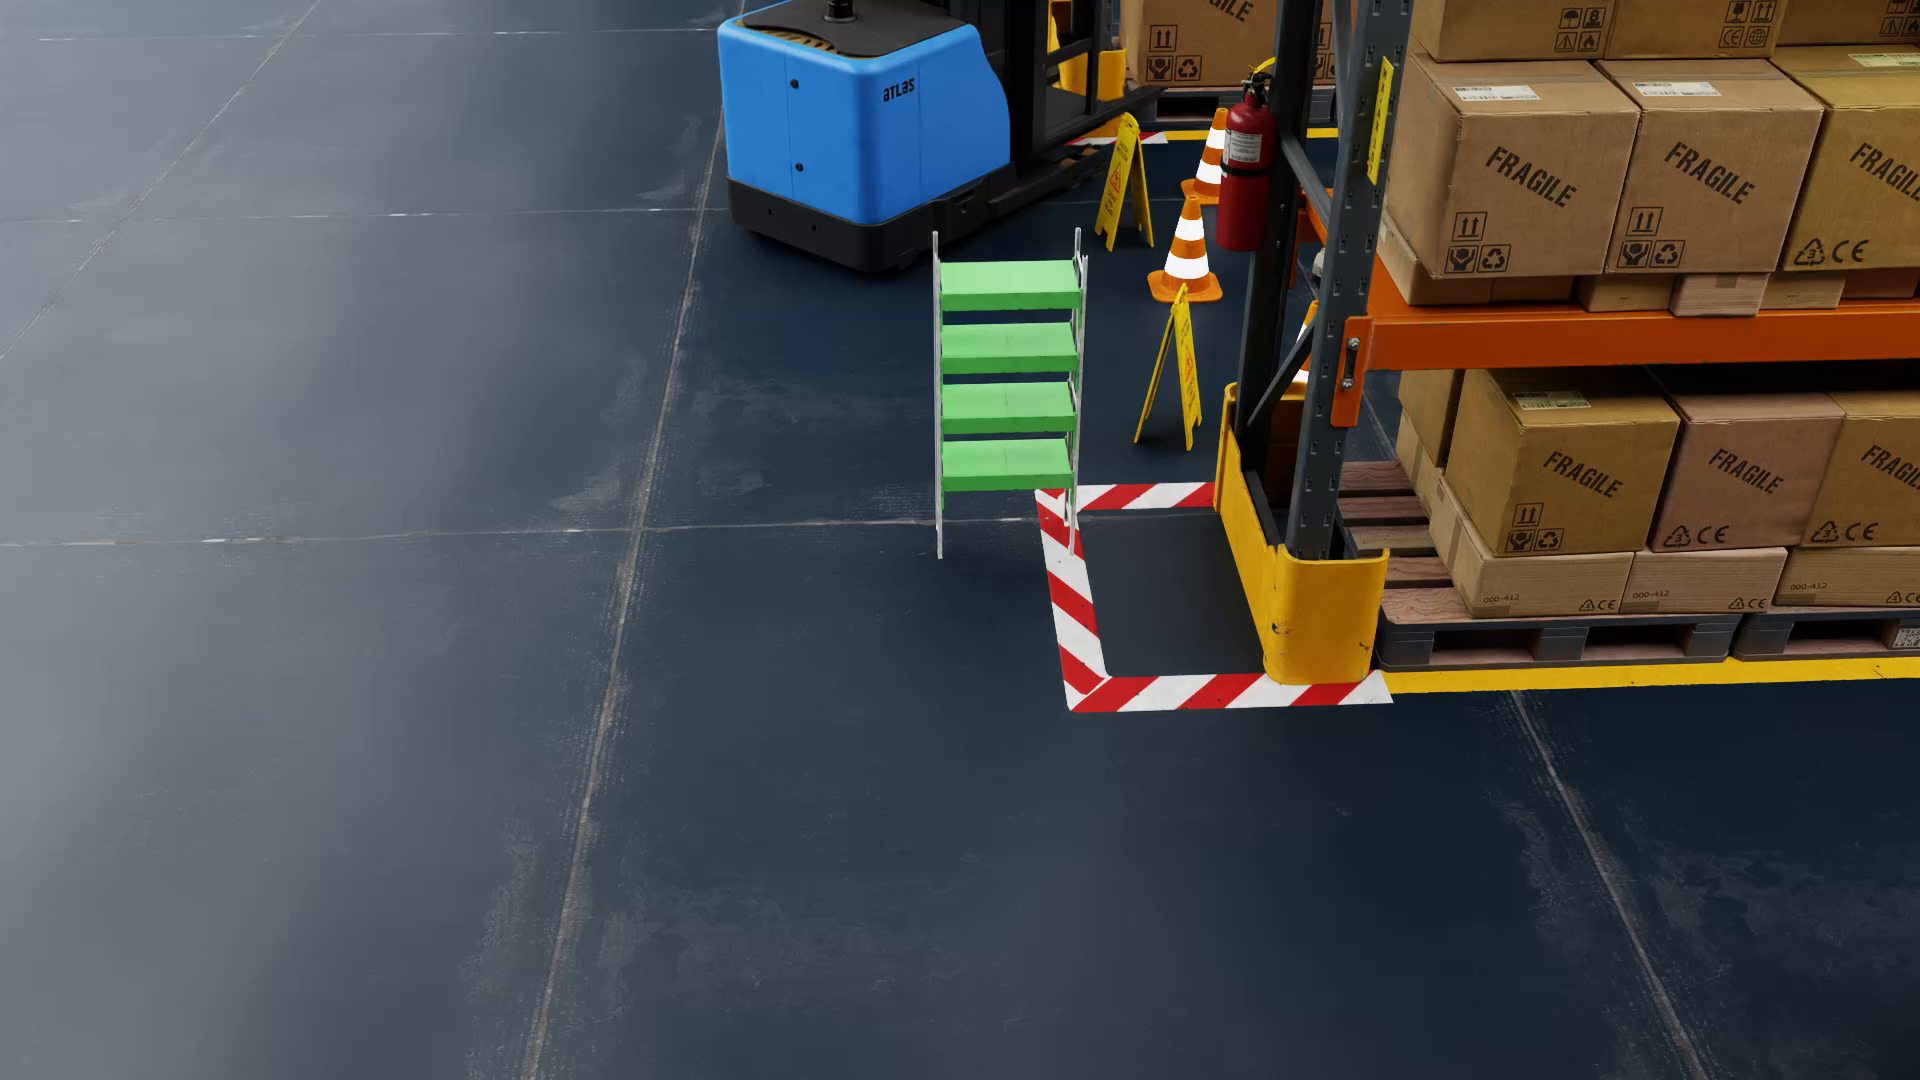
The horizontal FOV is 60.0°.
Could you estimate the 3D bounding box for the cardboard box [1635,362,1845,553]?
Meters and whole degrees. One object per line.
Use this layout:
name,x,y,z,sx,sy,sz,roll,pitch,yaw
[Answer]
cardboard box,2.469,-0.314,5.457,0.500,0.500,0.500,-3,35,-4

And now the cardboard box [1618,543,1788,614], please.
cardboard box,2.434,0.002,5.658,0.500,0.250,0.500,0,35,-1

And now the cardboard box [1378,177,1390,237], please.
cardboard box,1.468,-1.110,5.439,0.250,0.149,0.380,0,35,-1

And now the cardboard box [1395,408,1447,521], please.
cardboard box,1.923,-0.299,6.094,0.500,0.250,0.500,-2,35,-2

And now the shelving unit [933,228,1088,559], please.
shelving unit,0.165,-0.498,5.915,0.503,1.200,0.258,-2,35,-2

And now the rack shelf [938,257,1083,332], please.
rack shelf,0.165,-0.840,5.678,0.480,0.148,0.258,-2,35,-2

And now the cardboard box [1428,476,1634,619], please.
cardboard box,1.923,0.012,5.645,0.500,0.250,0.500,-2,35,-3

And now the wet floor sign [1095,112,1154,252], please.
wet floor sign,0.834,-1.799,8.282,0.232,0.644,0.267,-7,35,-10

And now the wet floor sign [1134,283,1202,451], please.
wet floor sign,0.864,-0.717,6.719,0.232,0.644,0.267,10,36,14

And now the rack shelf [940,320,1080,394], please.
rack shelf,0.165,-0.643,5.815,0.480,0.148,0.258,-2,35,-2

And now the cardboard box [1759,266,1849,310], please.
cardboard box,2.487,-0.853,5.067,0.250,0.149,0.380,-1,35,-1

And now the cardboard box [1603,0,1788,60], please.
cardboard box,2.110,-1.804,4.993,0.500,0.500,0.700,-1,35,-2

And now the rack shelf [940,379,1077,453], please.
rack shelf,0.165,-0.445,5.951,0.480,0.148,0.258,-2,35,-2

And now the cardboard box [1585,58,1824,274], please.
cardboard box,2.108,-1.116,4.878,0.500,0.500,0.500,-1,35,-1

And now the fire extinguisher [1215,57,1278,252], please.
fire extinguisher,0.968,-1.309,5.573,0.183,0.674,0.296,-2,35,-2

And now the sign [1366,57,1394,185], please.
sign,1.130,-1.129,4.485,0.005,0.325,0.100,-2,35,-2

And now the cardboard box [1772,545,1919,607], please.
cardboard box,2.978,-0.020,5.690,0.500,0.250,0.500,1,35,1

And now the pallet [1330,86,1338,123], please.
pallet,2.780,-2.843,10.173,1.213,0.211,1.003,-2,35,-2

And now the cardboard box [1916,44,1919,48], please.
cardboard box,3.125,-1.149,4.925,0.500,0.500,0.500,-2,35,-3

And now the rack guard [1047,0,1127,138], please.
rack guard,0.745,-2.864,9.950,0.348,0.500,1.175,-2,35,-2

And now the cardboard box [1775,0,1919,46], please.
cardboard box,2.615,-1.876,5.097,0.500,0.500,0.700,-2,35,-3

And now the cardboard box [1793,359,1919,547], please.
cardboard box,2.971,-0.323,5.469,0.500,0.500,0.500,-1,35,-1

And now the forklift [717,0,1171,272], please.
forklift,0.153,-3.258,8.382,1.130,2.935,3.031,25,42,32

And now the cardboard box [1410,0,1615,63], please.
cardboard box,1.605,-1.794,4.979,0.500,0.500,0.700,-2,35,-3

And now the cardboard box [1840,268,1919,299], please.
cardboard box,2.748,-0.894,5.127,0.250,0.149,0.380,0,35,-1

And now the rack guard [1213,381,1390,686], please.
rack guard,1.181,-0.056,5.892,0.348,0.500,1.175,-2,35,-2

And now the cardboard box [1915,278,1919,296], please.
cardboard box,3.012,-0.884,5.113,0.250,0.149,0.380,-2,35,-3

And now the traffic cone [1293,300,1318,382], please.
traffic cone,1.473,-0.784,6.976,0.334,0.463,0.336,-2,35,-2

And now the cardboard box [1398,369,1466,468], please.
cardboard box,1.893,-0.602,5.872,0.500,0.500,0.500,-1,35,-2

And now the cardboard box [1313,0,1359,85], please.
cardboard box,2.322,-3.273,9.841,0.875,0.875,0.875,-2,35,-3

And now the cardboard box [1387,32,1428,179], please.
cardboard box,1.634,-1.417,5.312,0.500,0.500,0.500,-2,35,-3

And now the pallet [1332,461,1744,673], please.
pallet,1.994,0.061,5.976,1.213,0.211,1.003,-2,35,-2

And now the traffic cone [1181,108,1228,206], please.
traffic cone,1.367,-2.057,8.815,0.334,0.463,0.336,-2,35,-2

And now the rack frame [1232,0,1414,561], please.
rack frame,1.105,-1.082,5.177,0.127,3.000,1.000,-2,35,-2

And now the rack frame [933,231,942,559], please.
rack frame,-0.079,-0.491,5.905,0.015,1.200,0.240,-2,35,-2

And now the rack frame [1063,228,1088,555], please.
rack frame,0.409,-0.504,5.924,0.015,1.200,0.240,-2,35,-2

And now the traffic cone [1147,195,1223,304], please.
traffic cone,1.081,-1.405,7.874,0.334,0.463,0.336,-2,35,-2

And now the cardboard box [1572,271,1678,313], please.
cardboard box,1.974,-0.846,5.057,0.250,0.149,0.380,-3,35,-4

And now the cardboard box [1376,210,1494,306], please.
cardboard box,1.454,-0.870,5.092,0.250,0.149,0.380,-1,35,-2

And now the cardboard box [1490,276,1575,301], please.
cardboard box,1.705,-0.885,5.114,0.250,0.149,0.380,-1,35,-2

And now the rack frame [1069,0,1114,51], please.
rack frame,0.769,-3.893,9.239,0.127,3.000,1.000,-2,35,-2

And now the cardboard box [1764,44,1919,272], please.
cardboard box,2.617,-1.131,4.899,0.500,0.500,0.500,-2,35,-3

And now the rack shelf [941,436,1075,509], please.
rack shelf,0.165,-0.248,6.088,0.480,0.148,0.258,-2,35,-2

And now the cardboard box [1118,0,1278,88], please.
cardboard box,1.444,-3.248,9.805,0.875,0.875,0.875,-1,35,-2

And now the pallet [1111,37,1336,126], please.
pallet,1.564,-2.812,10.128,1.213,0.211,1.003,-2,35,-2

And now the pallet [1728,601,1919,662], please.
pallet,3.209,0.030,6.022,1.213,0.211,1.003,-2,35,-2

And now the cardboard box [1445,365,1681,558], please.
cardboard box,1.947,-0.298,5.433,0.500,0.500,0.500,-3,35,-4

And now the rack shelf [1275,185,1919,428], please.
rack shelf,3.102,-0.840,5.460,4.000,0.370,1.077,-2,35,-2

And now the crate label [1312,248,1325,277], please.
crate label,1.863,-1.328,8.048,0.298,0.136,0.250,-20,39,-26

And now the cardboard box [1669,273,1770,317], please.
cardboard box,2.230,-0.827,5.029,0.250,0.149,0.380,-1,35,-1

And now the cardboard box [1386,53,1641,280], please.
cardboard box,1.591,-1.100,4.855,0.500,0.500,0.500,-2,35,-3

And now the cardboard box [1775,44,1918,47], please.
cardboard box,2.634,-1.439,5.344,0.500,0.500,0.500,-2,35,-2
